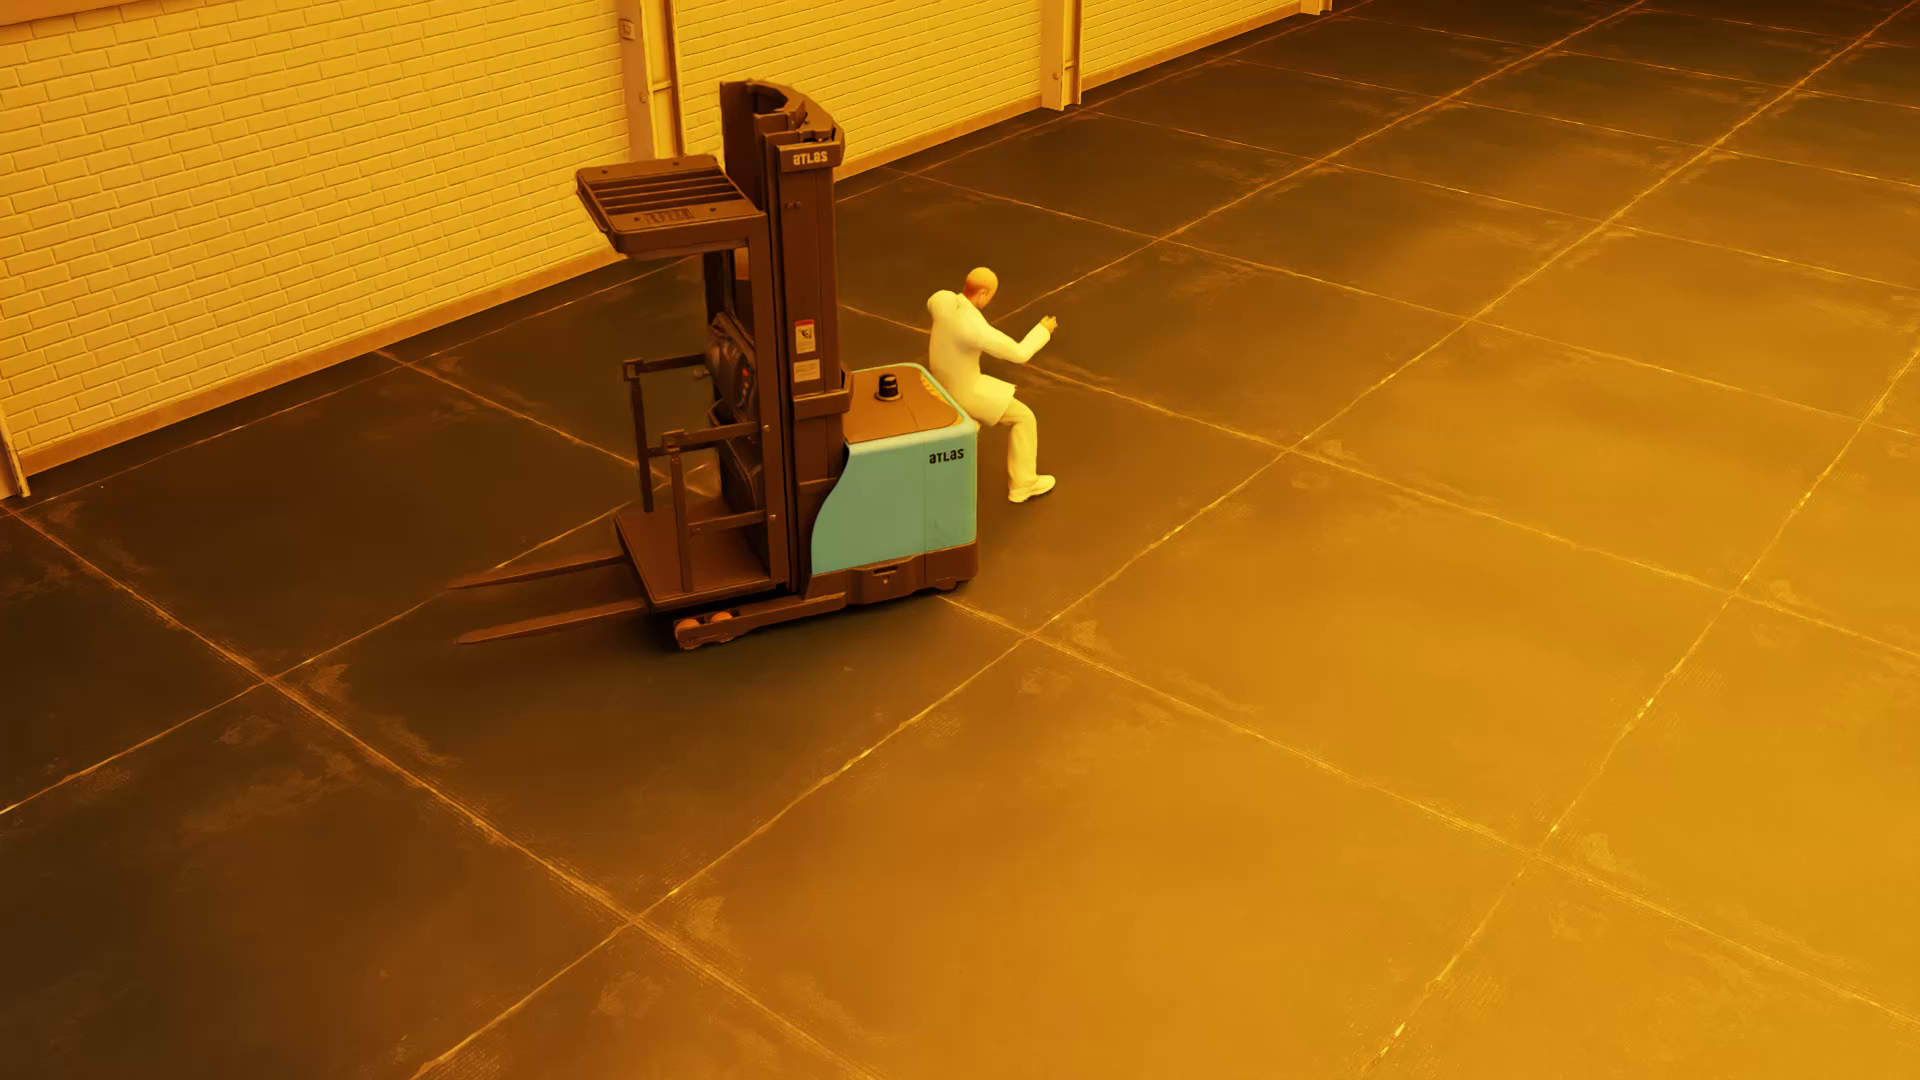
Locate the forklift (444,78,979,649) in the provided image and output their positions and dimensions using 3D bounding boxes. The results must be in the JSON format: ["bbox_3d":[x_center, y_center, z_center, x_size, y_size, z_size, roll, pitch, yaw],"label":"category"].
[{"bbox_3d":[-1.457,-0.948,9.218,3.031,2.935,1.130,-11,32,-19],"label":"forklift"}]

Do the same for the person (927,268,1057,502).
[{"bbox_3d":[0.206,-1.121,10.914,0.820,1.513,0.957,-19,35,-29],"label":"person"}]
